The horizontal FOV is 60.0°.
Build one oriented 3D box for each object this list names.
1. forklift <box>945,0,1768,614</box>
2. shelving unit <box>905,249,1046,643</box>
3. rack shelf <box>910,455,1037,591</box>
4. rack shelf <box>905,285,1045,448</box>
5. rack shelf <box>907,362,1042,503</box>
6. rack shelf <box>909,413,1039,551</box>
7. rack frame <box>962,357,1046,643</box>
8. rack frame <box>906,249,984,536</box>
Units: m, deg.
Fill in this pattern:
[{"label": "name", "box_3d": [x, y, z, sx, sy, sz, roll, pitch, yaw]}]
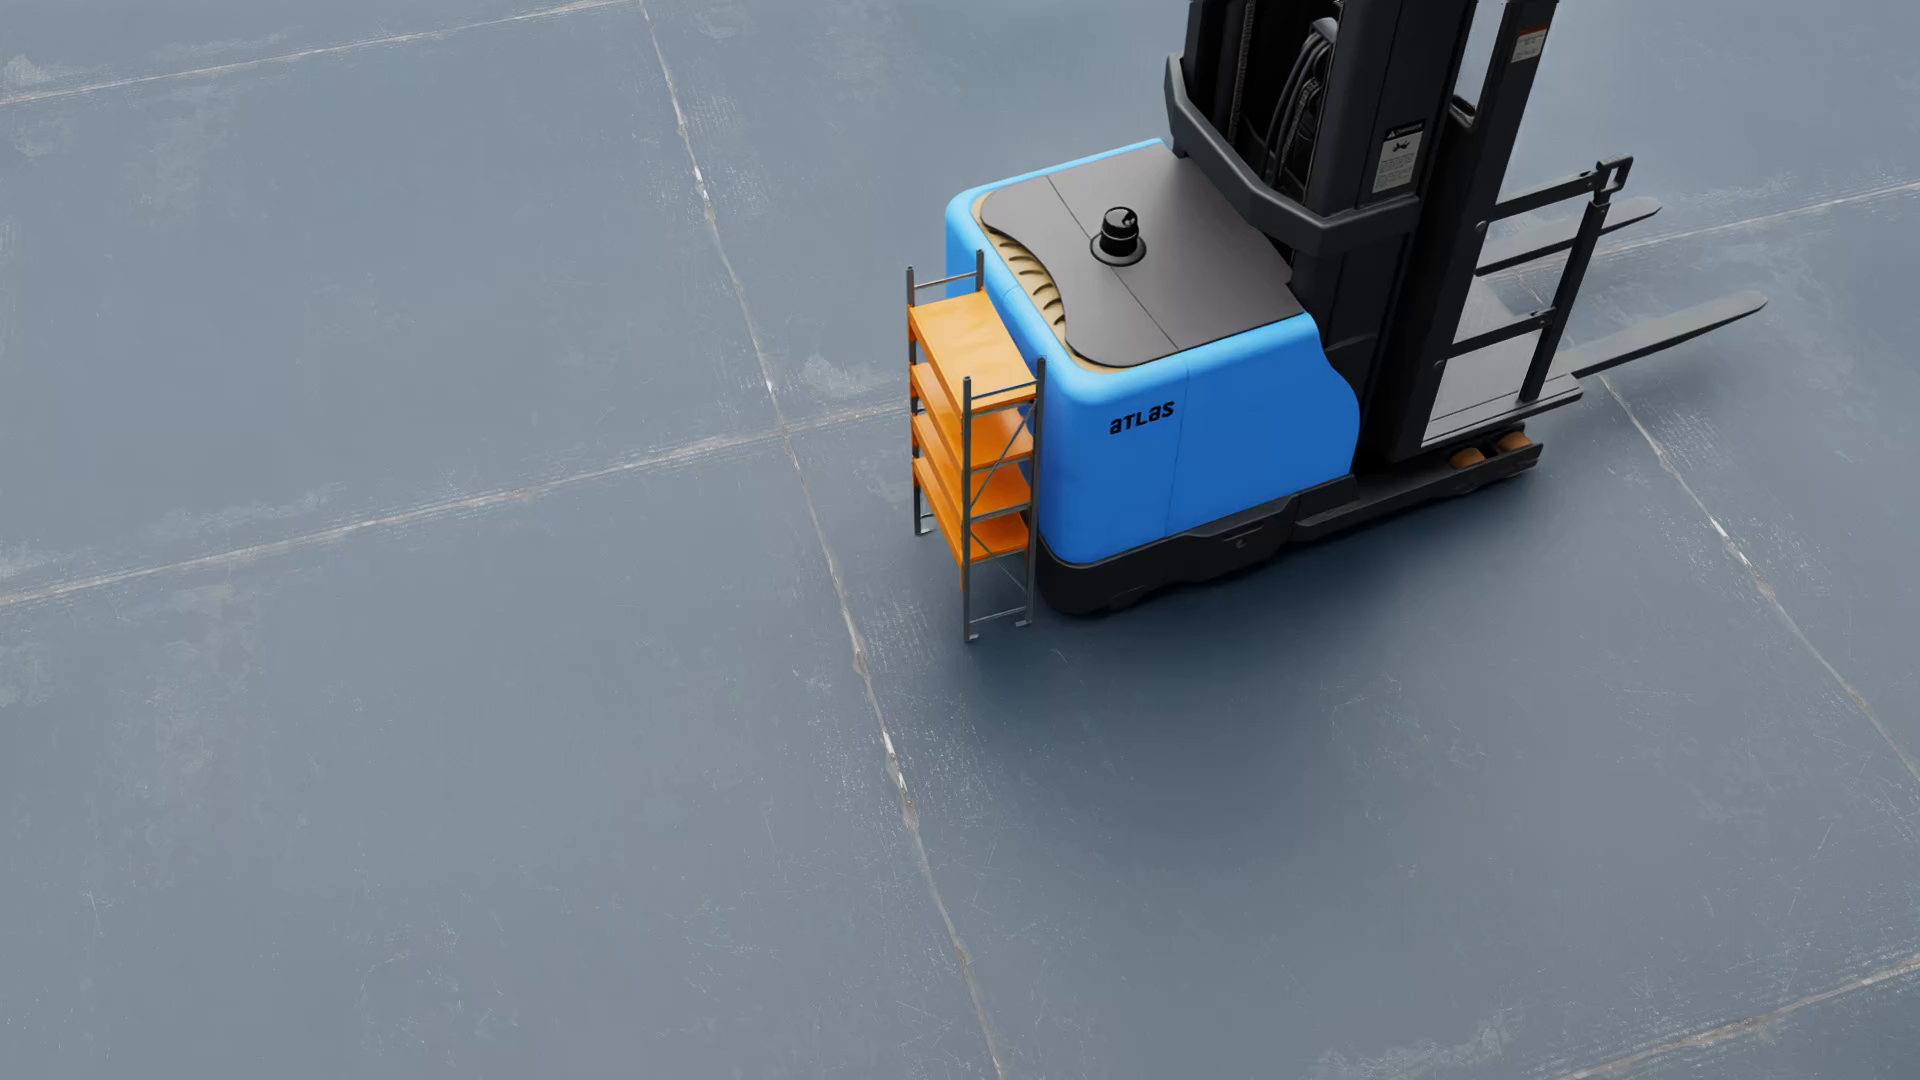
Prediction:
[{"label": "forklift", "box_3d": [1.502, -1.462, 5.065, 3.031, 2.935, 1.130, -19, 52, -15]}, {"label": "shelving unit", "box_3d": [0.039, -0.261, 5.185, 0.258, 1.200, 0.503, -15, 52, -13]}, {"label": "rack shelf", "box_3d": [0.039, -0.090, 5.389, 0.258, 0.148, 0.480, -15, 52, -13]}, {"label": "rack shelf", "box_3d": [0.039, -0.515, 4.885, 0.258, 0.148, 0.480, -15, 52, -13]}, {"label": "rack shelf", "box_3d": [0.039, -0.362, 5.066, 0.258, 0.148, 0.480, -15, 52, -13]}, {"label": "rack shelf", "box_3d": [0.039, -0.218, 5.237, 0.258, 0.148, 0.480, -15, 52, -13]}, {"label": "rack frame", "box_3d": [0.123, -0.086, 5.038, 0.240, 1.200, 0.015, -15, 52, -13]}, {"label": "rack frame", "box_3d": [-0.044, -0.437, 5.333, 0.240, 1.200, 0.015, -15, 52, -13]}]
